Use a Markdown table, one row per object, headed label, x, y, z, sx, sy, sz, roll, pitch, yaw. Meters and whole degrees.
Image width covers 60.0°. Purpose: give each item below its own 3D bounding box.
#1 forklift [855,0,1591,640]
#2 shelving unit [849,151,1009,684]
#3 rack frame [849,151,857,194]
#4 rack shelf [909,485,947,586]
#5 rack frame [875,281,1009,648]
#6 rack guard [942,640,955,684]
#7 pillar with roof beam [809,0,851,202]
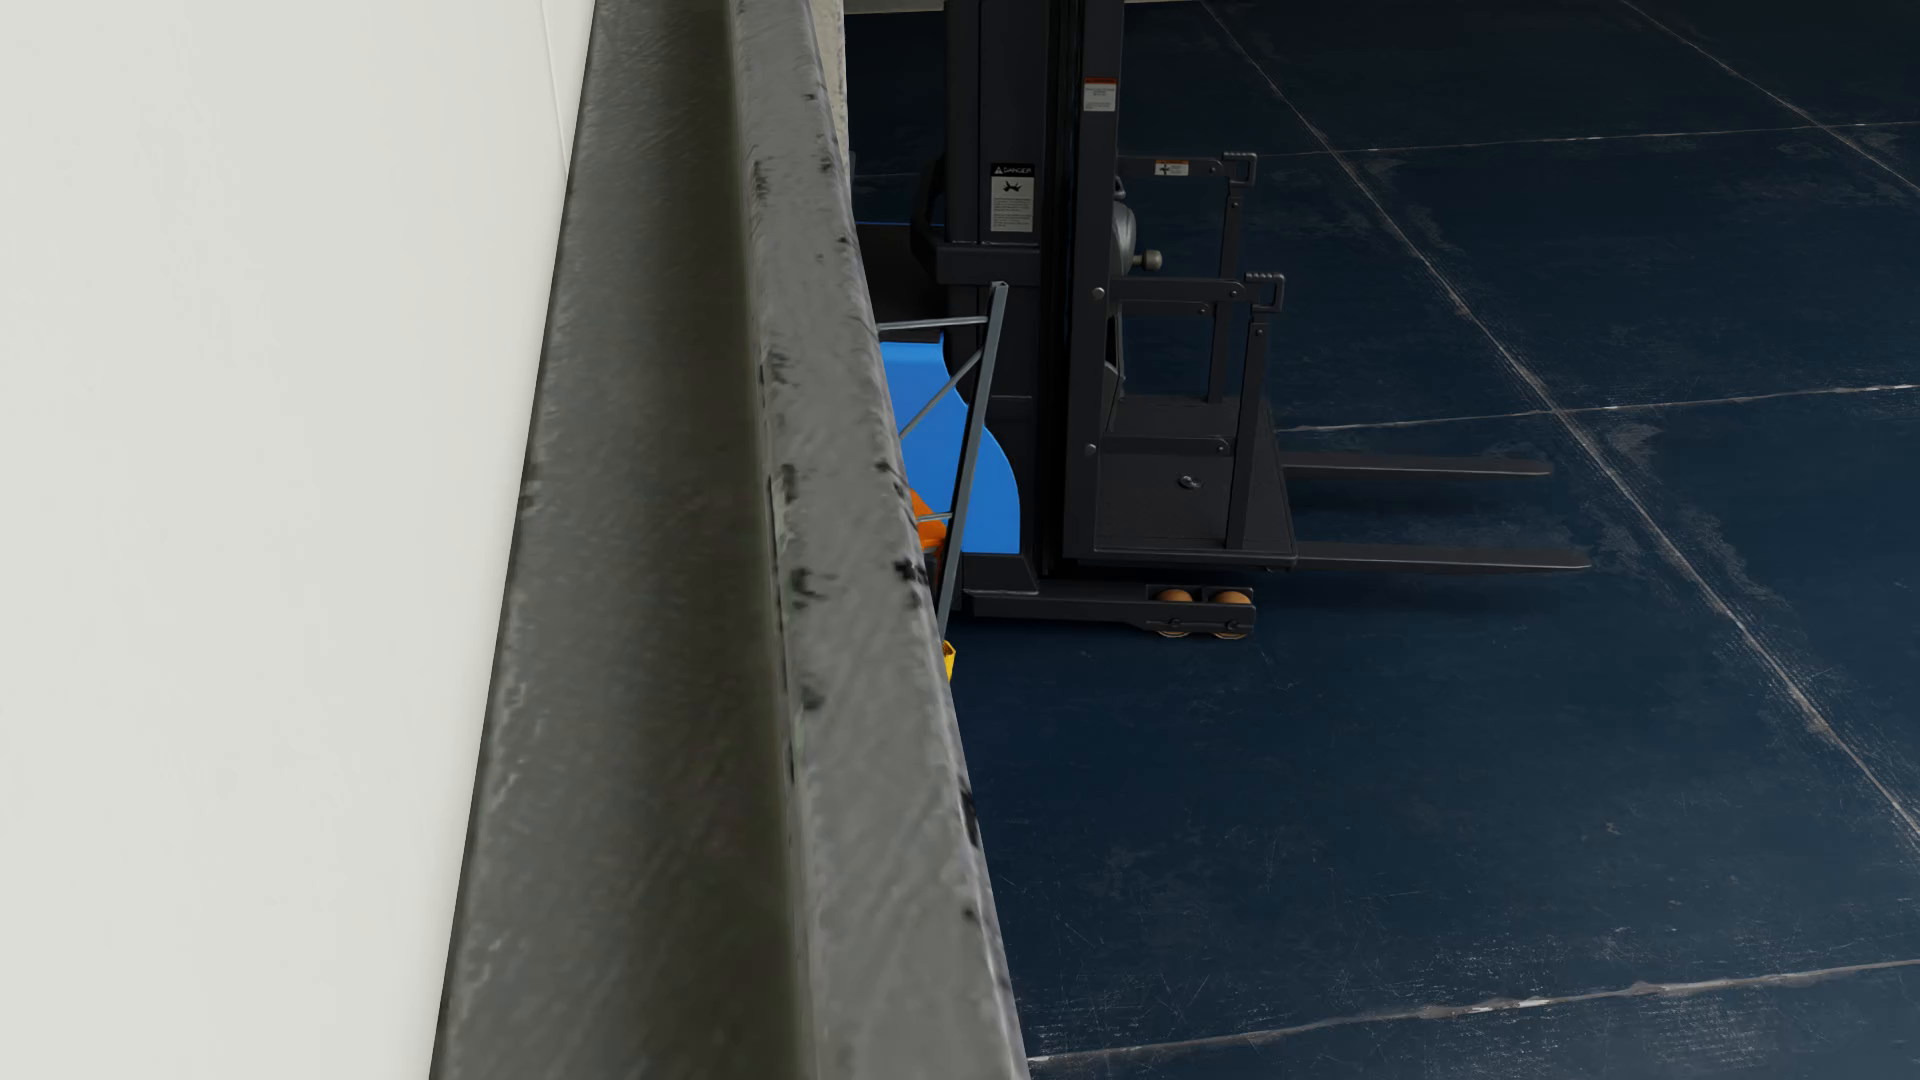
| label | x | y | z | sx | sy | sz | roll | pitch | yaw |
| --- | --- | --- | --- | --- | --- | --- | --- | --- | --- |
| forklift | 0.684 | -1.177 | 5.374 | 3.031 | 2.935 | 1.130 | 2 | 34 | 3 |
| shelving unit | -0.435 | -0.308 | 5.229 | 0.587 | 1.500 | 1.083 | -8 | 36 | -28 |
| rack frame | -0.672 | -0.579 | 5.600 | 0.500 | 1.500 | 0.032 | -8 | 36 | -28 |
| rack shelf | -0.466 | -0.161 | 5.328 | 0.538 | 0.185 | 1.000 | -8 | 36 | -28 |
| rack frame | -0.206 | -0.046 | 4.870 | 0.500 | 1.500 | 0.032 | -8 | 36 | -28 |
| rack guard | -0.302 | 0.480 | 5.194 | 0.587 | 0.250 | 0.087 | -8 | 36 | -28 |
| pillar with roof beam | 3.909 | -2.664 | 2.168 | 9.100 | 9.000 | 0.400 | -4 | 35 | -6 |
